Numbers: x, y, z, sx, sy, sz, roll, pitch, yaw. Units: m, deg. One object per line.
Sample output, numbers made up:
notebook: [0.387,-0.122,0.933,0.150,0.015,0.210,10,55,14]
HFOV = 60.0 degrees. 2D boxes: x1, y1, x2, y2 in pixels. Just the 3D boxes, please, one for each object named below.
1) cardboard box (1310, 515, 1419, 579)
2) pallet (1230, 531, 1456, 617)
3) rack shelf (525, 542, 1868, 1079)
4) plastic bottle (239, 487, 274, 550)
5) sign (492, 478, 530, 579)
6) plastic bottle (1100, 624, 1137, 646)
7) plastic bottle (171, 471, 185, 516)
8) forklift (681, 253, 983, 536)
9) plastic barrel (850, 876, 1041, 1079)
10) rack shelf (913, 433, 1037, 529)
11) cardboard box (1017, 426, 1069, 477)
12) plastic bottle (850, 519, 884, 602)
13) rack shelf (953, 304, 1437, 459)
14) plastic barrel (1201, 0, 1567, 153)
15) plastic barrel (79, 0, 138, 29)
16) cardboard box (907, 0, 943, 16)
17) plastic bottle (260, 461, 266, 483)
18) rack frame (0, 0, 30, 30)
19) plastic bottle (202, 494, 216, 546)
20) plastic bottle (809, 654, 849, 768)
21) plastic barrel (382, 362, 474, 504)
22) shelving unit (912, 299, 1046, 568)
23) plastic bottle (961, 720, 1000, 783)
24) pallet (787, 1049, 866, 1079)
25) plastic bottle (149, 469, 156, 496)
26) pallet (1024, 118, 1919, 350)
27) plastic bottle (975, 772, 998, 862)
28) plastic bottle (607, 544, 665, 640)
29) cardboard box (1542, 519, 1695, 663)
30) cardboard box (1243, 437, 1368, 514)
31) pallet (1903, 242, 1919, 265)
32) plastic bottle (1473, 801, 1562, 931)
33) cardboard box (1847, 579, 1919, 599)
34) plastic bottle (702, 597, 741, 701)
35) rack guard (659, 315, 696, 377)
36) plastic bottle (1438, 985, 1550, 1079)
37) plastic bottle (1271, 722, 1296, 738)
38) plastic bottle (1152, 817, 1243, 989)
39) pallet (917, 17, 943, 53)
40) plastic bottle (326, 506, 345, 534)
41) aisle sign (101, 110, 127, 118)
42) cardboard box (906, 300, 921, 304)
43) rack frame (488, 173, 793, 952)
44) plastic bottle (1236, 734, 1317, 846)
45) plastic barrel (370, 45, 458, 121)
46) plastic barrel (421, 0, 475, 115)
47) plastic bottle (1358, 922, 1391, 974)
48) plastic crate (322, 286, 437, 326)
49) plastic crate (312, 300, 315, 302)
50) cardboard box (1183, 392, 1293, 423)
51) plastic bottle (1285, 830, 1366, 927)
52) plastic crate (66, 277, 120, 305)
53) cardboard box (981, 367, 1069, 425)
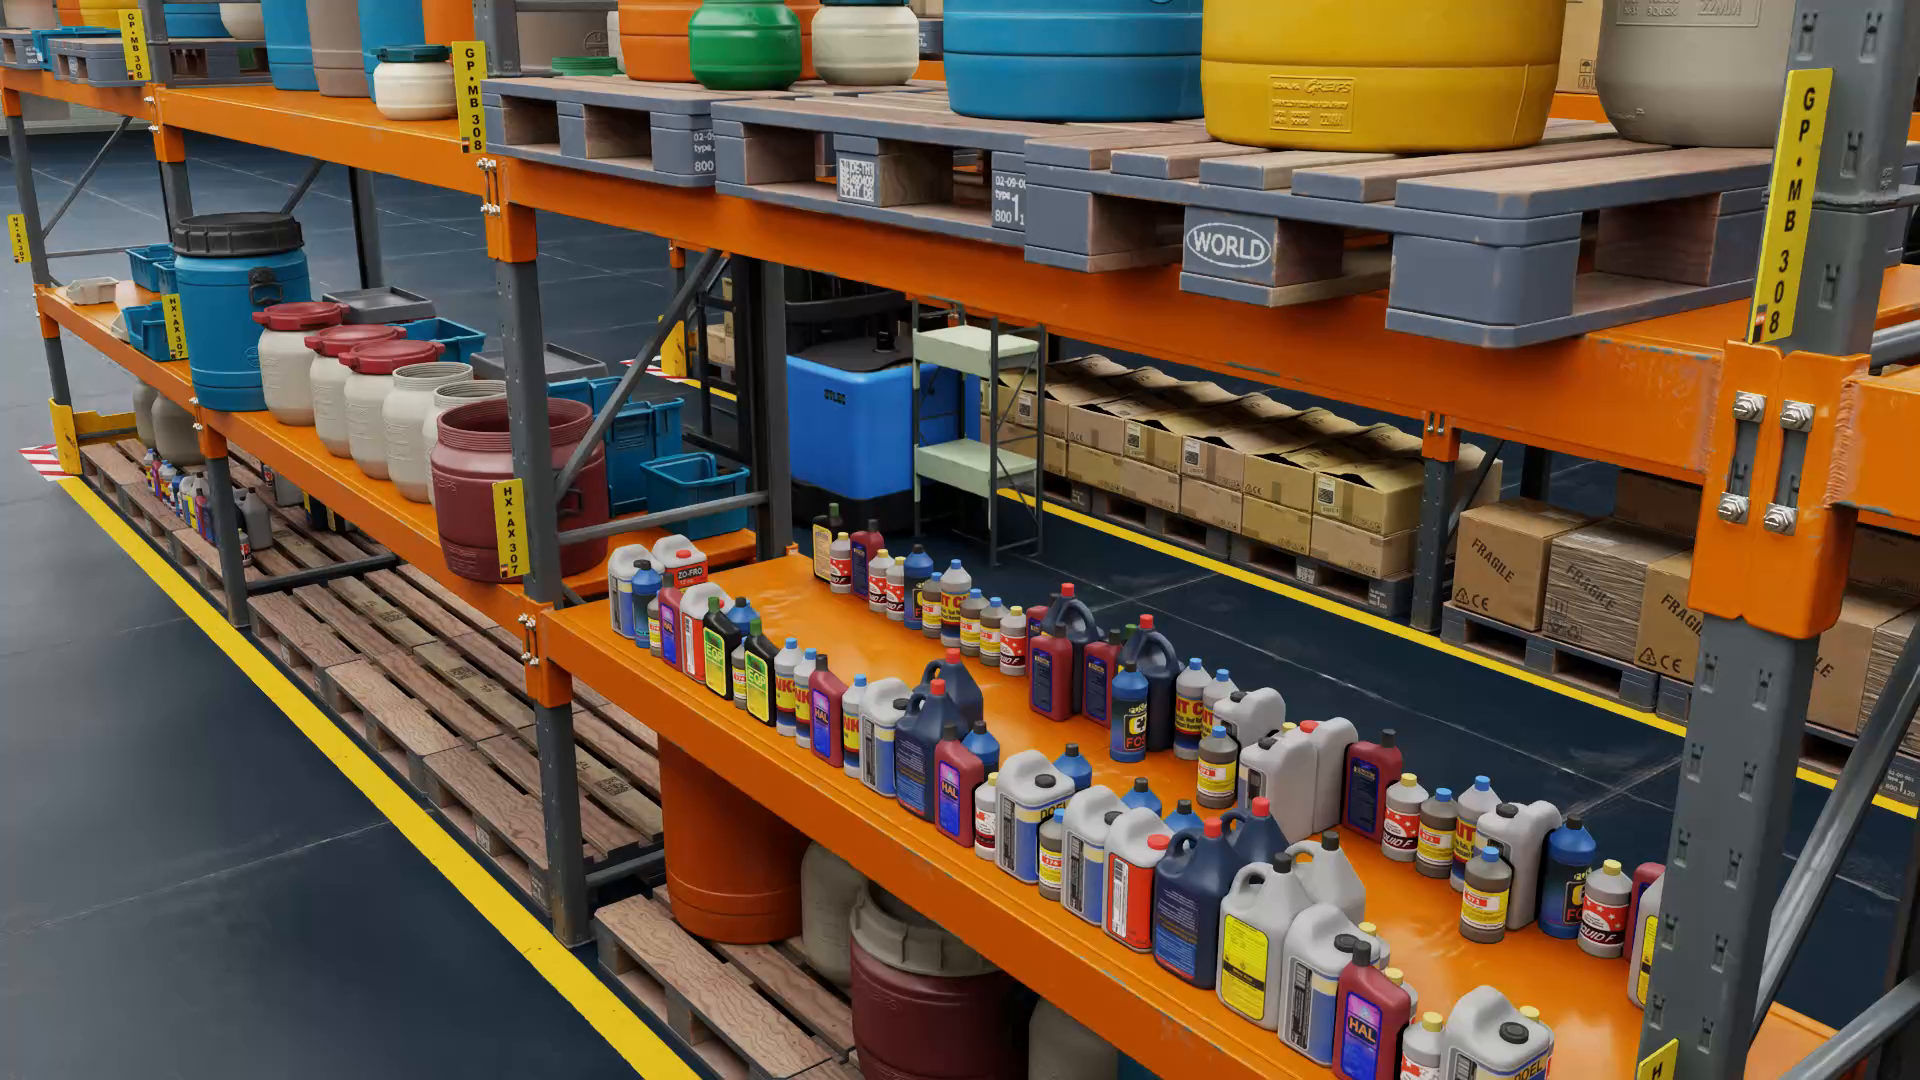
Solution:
cardboard box: [2.327,-0.010,9.327,0.500,0.250,0.500,-13,23,-35]
pallet: [2.364,0.079,9.787,1.003,0.211,1.213,-14,23,-36]
rack shelf: [0.201,0.766,4.421,1.077,0.370,4.000,-14,23,-36]
plastic bottle: [-4.037,-0.136,9.515,0.144,0.351,0.185,-14,23,-36]
sign: [-1.468,-0.037,5.441,0.100,0.325,0.005,-14,23,-36]
plastic bottle: [0.452,0.364,4.678,0.061,0.283,0.133,-14,23,-36]
plastic bottle: [-4.726,-0.287,10.096,0.097,0.271,0.097,0,18,0]
forklift: [-1.176,-1.798,11.130,1.130,2.935,3.031,-15,23,-37]
plastic barrel: [-0.022,1.273,4.915,0.600,0.588,0.708,-14,23,-36]
rack shelf: [0.104,-0.366,10.118,0.431,0.370,0.720,-15,23,-37]
cardboard box: [0.733,-0.640,11.229,0.500,0.250,0.500,-13,23,-35]
plastic bottle: [-0.312,0.060,5.594,0.061,0.283,0.133,-14,23,-36]
rack shelf: [1.603,-1.185,10.315,1.077,0.370,4.000,-14,23,-36]
plastic barrel: [0.717,-0.980,2.812,0.600,0.588,0.600,0,18,0]
plastic barrel: [-5.201,-3.496,10.409,0.600,0.588,0.600,0,18,0]
cardboard box: [-0.080,-3.976,12.077,0.500,0.311,0.500,-16,24,-39]
plastic bottle: [-4.472,-0.503,10.732,0.061,0.283,0.133,-14,23,-36]
rack frame: [-6.008,-4.887,10.807,1.000,3.000,0.127,-14,23,-36]
plastic bottle: [-4.269,-0.155,9.573,0.144,0.351,0.185,-15,24,-39]
plastic bottle: [-0.344,0.451,4.416,0.061,0.283,0.133,-14,23,-36]
plastic barrel: [-2.108,-0.437,6.732,0.421,0.512,0.421,0,18,0]
shelving unit: [0.104,-0.675,10.016,0.431,1.500,0.755,-15,23,-37]
plastic bottle: [0.049,0.572,4.068,0.097,0.271,0.097,0,18,0]
pallet: [0.235,1.742,4.765,1.003,0.211,1.213,-14,23,-36]
plastic bottle: [-5.062,-0.387,10.511,0.097,0.201,0.097,0,18,0]
pallet: [0.879,-0.591,2.904,1.213,0.211,1.003,-14,23,-36]
plastic bottle: [0.084,0.650,3.944,0.097,0.201,0.097,0,18,0]
plastic bottle: [-1.026,0.160,5.304,0.152,0.276,0.135,-14,23,-36]
cardboard box: [3.233,0.240,8.144,0.500,0.500,0.500,-15,24,-38]
cardboard box: [1.998,-0.402,9.619,0.500,0.311,0.500,-14,23,-37]
pallet: [6.199,-2.066,12.134,1.213,0.211,1.003,-14,23,-36]
plastic bottle: [1.227,0.698,3.681,0.152,0.276,0.135,-14,23,-36]
cardboard box: [4.261,0.384,7.707,0.500,0.500,0.500,-15,24,-38]
plastic bottle: [-0.691,0.313,4.831,0.061,0.283,0.133,-14,23,-36]
rack guard: [-2.138,-1.825,15.077,1.175,0.500,0.348,-14,23,-36]
plastic bottle: [0.945,0.942,2.942,0.152,0.276,0.135,-14,23,-36]
plastic bottle: [0.829,0.561,4.212,0.097,0.201,0.097,0,18,0]
plastic bottle: [0.501,0.733,3.456,0.144,0.351,0.185,-14,23,-36]
pallet: [-0.189,-3.607,11.852,1.003,0.211,1.213,-14,23,-36]
plastic bottle: [-3.684,-0.191,9.788,0.061,0.283,0.133,-14,23,-36]
aisle sign: [-5.820,-3.349,11.570,0.394,0.787,0.004,-14,23,-36]
cardboard box: [-0.303,-1.691,13.212,0.500,0.500,0.500,-14,23,-36]
rack frame: [-1.041,-0.068,5.797,1.000,3.000,0.127,-14,23,-36]
plastic bottle: [0.760,0.589,4.008,0.152,0.276,0.135,-14,23,-36]
plastic barrel: [-2.013,-1.694,6.156,0.301,0.262,0.301,0,18,0]
plastic barrel: [-1.787,-2.102,6.483,0.600,0.830,0.708,-14,23,-36]
plastic bottle: [0.804,0.859,3.313,0.097,0.201,0.097,0,18,0]
plastic crate: [-2.984,-1.025,8.583,0.402,0.464,0.583,-14,23,-36]
plastic crate: [-4.146,-1.343,9.983,0.450,0.188,0.662,-14,23,-36]
cardboard box: [1.782,-0.761,10.703,0.500,0.311,0.500,-14,23,-37]
plastic bottle: [0.729,0.750,3.404,0.144,0.351,0.185,-14,23,-36]
plastic crate: [-5.705,-1.631,10.936,0.298,0.136,0.250,-14,23,-36]
cardboard box: [0.422,-1.029,11.514,0.500,0.311,0.500,-14,23,-36]
